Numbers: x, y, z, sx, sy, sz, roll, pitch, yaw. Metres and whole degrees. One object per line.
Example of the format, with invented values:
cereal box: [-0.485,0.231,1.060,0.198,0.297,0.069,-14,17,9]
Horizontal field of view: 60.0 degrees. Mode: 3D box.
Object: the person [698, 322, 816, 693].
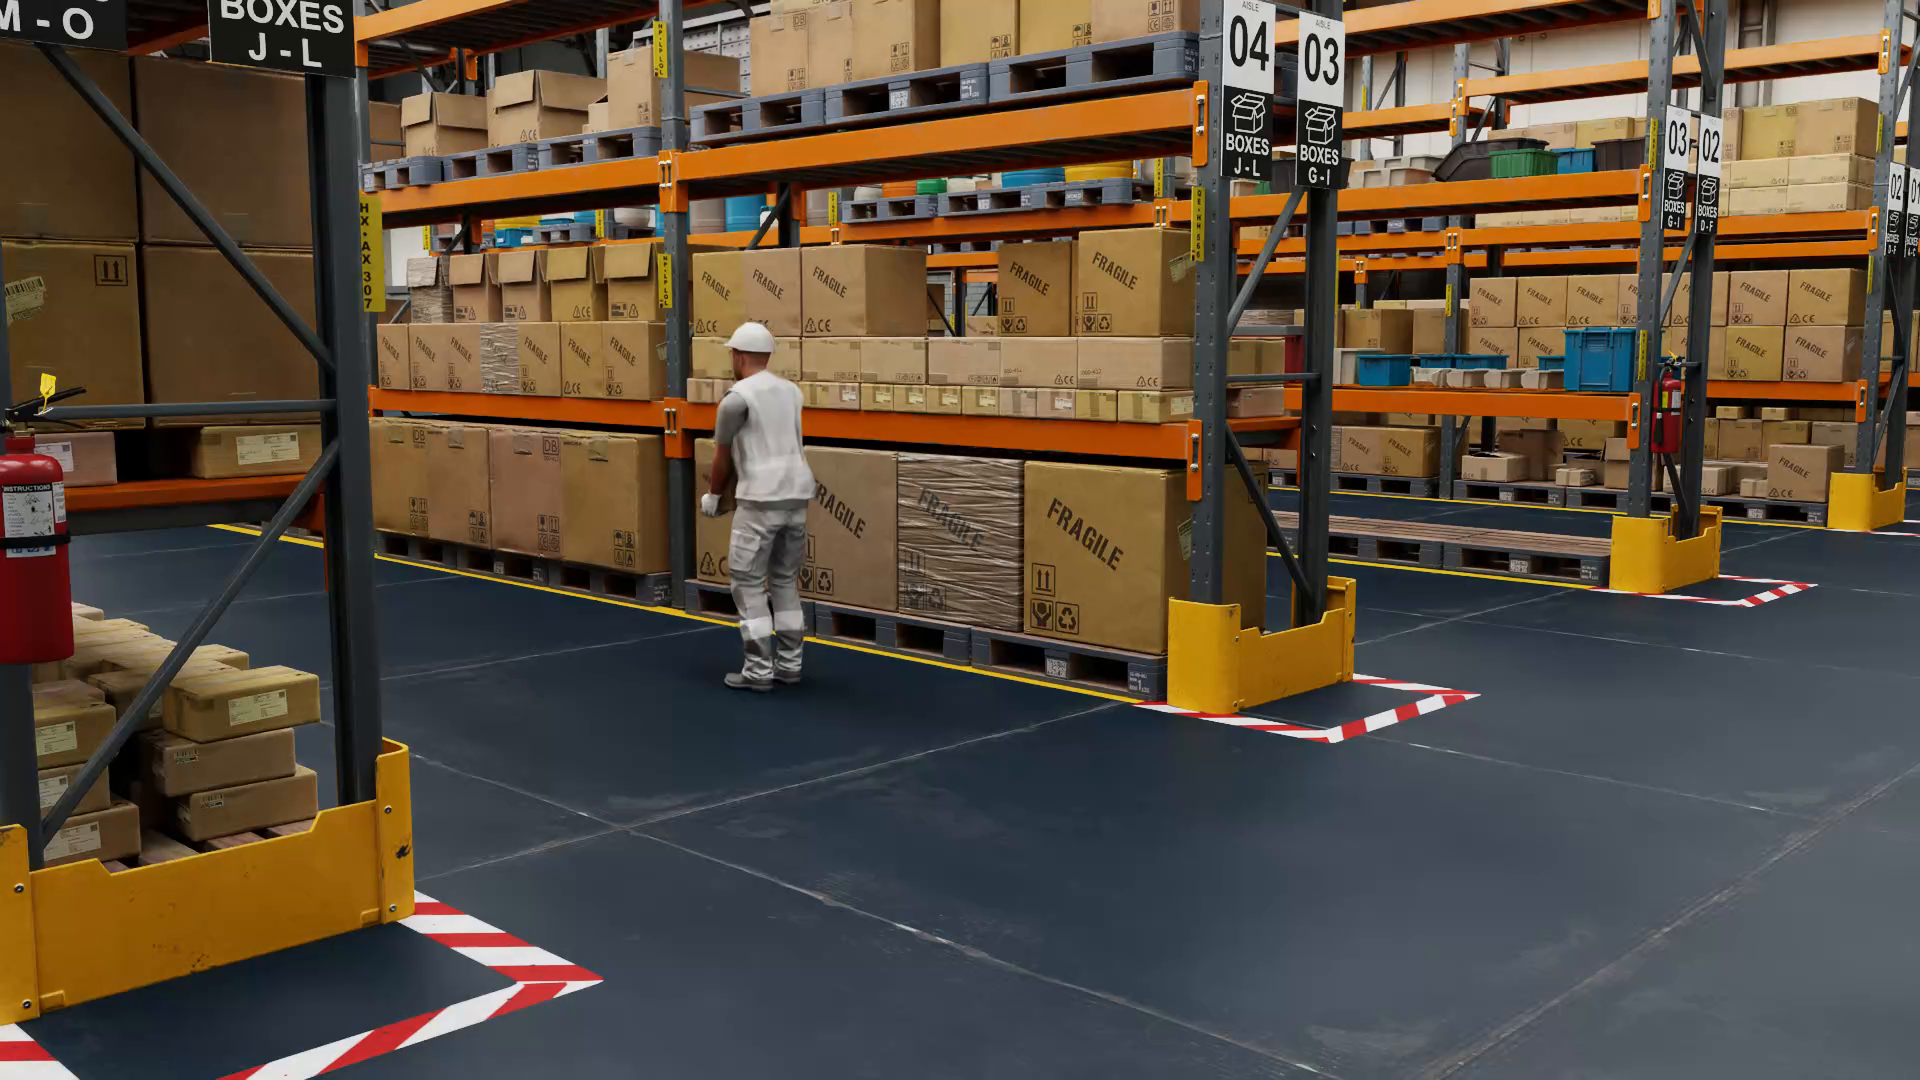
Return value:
person: [-0.997,-0.169,8.113,0.574,1.770,0.493,6,9,42]
